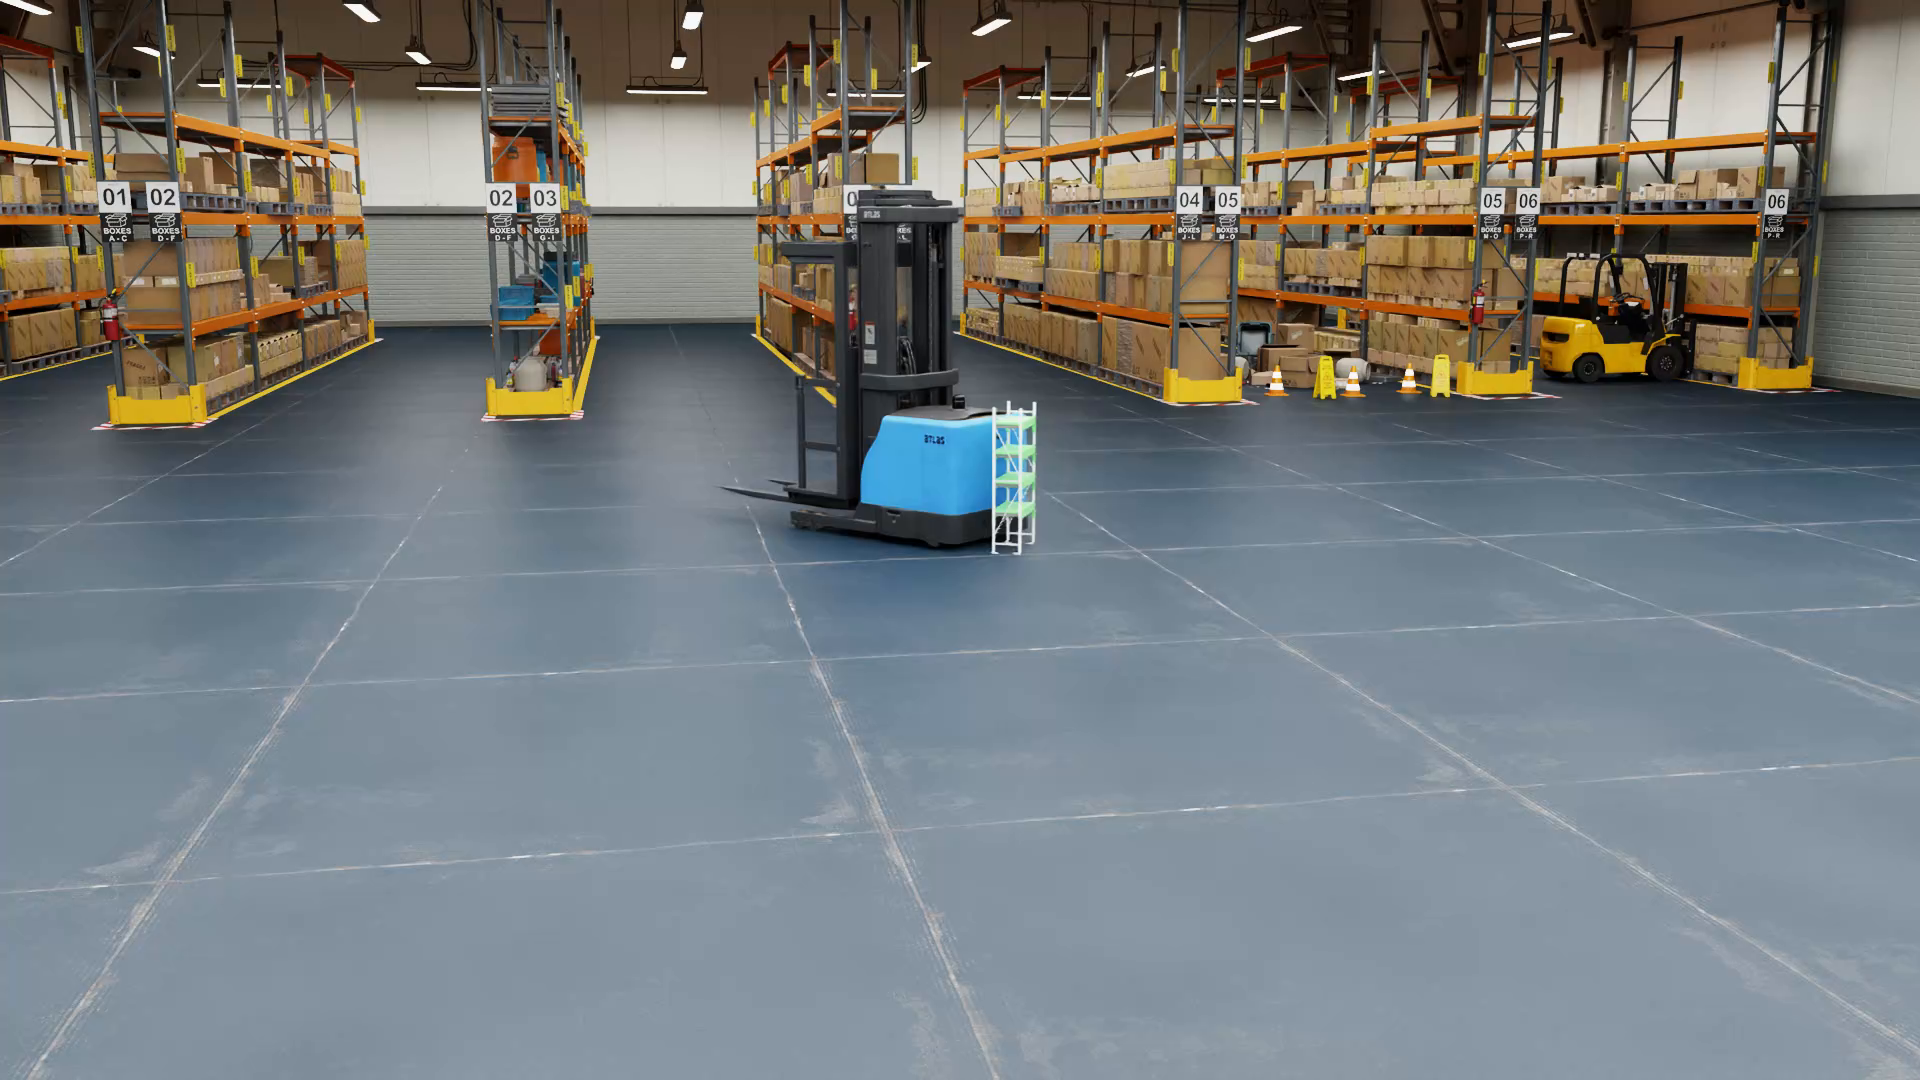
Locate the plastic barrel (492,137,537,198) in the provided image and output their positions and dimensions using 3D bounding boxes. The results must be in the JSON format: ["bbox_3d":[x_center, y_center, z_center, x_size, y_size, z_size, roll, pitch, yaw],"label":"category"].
[{"bbox_3d":[-6.267,-5.240,23.413,0.600,0.830,0.708,-2,11,-11],"label":"plastic barrel"}]

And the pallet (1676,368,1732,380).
[{"bbox_3d":[12.976,-2.979,29.283,1.003,0.211,1.213,-2,11,-11],"label":"pallet"}]

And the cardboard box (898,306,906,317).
[{"bbox_3d":[-1.011,-3.383,24.618,0.380,0.149,0.250,-2,11,-11],"label":"cardboard box"}]

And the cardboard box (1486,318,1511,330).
[{"bbox_3d":[11.551,-4.502,35.390,0.500,0.500,0.500,-2,11,-9],"label":"cardboard box"}]

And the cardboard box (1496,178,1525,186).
[{"bbox_3d":[8.663,-5.620,26.218,0.380,0.149,0.250,-2,11,-11],"label":"cardboard box"}]

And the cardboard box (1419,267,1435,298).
[{"bbox_3d":[7.969,-4.274,27.568,0.500,0.500,0.500,-2,11,-11],"label":"cardboard box"}]

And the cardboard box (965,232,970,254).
[{"bbox_3d":[0.411,-7.136,39.929,0.500,0.500,0.500,-2,11,-11],"label":"cardboard box"}]

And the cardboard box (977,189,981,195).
[{"bbox_3d":[0.595,-8.075,38.577,0.380,0.149,0.250,-2,11,-9],"label":"cardboard box"}]

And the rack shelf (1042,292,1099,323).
[{"bbox_3d":[2.529,-4.354,30.974,1.077,0.370,4.000,-2,11,-11],"label":"rack shelf"}]

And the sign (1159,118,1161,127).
[{"bbox_3d":[4.874,-10.205,40.823,0.100,0.325,0.005,-2,11,-11],"label":"sign"}]

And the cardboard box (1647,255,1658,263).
[{"bbox_3d":[12.540,-5.023,29.766,0.380,0.149,0.250,-2,11,-10],"label":"cardboard box"}]

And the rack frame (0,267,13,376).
[{"bbox_3d":[-17.321,-4.372,29.144,1.000,3.000,0.127,-2,11,-11],"label":"rack frame"}]

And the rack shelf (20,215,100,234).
[{"bbox_3d":[-18.488,-6.593,34.713,1.077,0.370,4.000,-2,11,-11],"label":"rack shelf"}]

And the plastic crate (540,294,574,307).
[{"bbox_3d":[-6.344,-3.733,26.182,0.499,0.251,0.616,-2,11,-11],"label":"plastic crate"}]

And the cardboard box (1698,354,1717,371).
[{"bbox_3d":[12.911,-3.009,28.211,0.500,0.250,0.500,-2,11,-11],"label":"cardboard box"}]

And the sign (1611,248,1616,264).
[{"bbox_3d":[12.091,-5.229,30.761,0.100,0.325,0.005,-2,11,-11],"label":"sign"}]

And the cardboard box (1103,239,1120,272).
[{"bbox_3d":[2.956,-4.876,28.502,0.875,0.550,0.550,-2,11,-11],"label":"cardboard box"}]

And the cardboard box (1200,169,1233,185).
[{"bbox_3d":[3.854,-5.506,25.296,0.500,0.250,0.500,-2,11,-11],"label":"cardboard box"}]

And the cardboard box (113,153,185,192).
[{"bbox_3d":[-11.015,-4.990,22.598,0.797,0.503,0.637,-1,11,-7],"label":"cardboard box"}]

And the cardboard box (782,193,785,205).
[{"bbox_3d":[-3.398,-7.078,34.452,0.500,0.311,0.500,-3,11,-13],"label":"cardboard box"}]

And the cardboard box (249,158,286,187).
[{"bbox_3d":[-12.542,-6.647,30.133,0.500,0.500,0.500,-2,11,-11],"label":"cardboard box"}]

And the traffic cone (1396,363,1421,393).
[{"bbox_3d":[7.183,-2.591,26.573,0.336,0.463,0.334,-2,11,-11],"label":"traffic cone"}]

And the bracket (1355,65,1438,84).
[{"bbox_3d":[10.885,-11.599,41.444,0.076,0.066,4.783,-2,11,-11],"label":"bracket"}]

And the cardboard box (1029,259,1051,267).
[{"bbox_3d":[1.595,-5.523,33.147,0.380,0.149,0.250,-3,11,-13],"label":"cardboard box"}]

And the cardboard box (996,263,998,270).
[{"bbox_3d":[0.987,-5.948,36.177,0.380,0.149,0.250,-2,11,-10],"label":"cardboard box"}]

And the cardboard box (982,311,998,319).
[{"bbox_3d":[0.712,-5.198,38.396,0.380,0.149,0.250,-3,11,-13],"label":"cardboard box"}]

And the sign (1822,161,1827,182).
[{"bbox_3d":[13.945,-5.948,26.851,0.100,0.325,0.005,-2,11,-11],"label":"sign"}]

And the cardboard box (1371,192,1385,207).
[{"bbox_3d":[7.571,-5.995,29.252,0.500,0.250,0.500,-2,11,-12],"label":"cardboard box"}]

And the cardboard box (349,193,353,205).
[{"bbox_3d":[-13.478,-7.397,36.080,0.500,0.250,0.500,-2,11,-11],"label":"cardboard box"}]

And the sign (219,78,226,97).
[{"bbox_3d":[-12.993,-7.976,29.326,0.100,0.325,0.005,-2,11,-11],"label":"sign"}]

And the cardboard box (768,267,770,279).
[{"bbox_3d":[-3.969,-5.885,36.698,0.500,0.250,0.500,-2,11,-9],"label":"cardboard box"}]

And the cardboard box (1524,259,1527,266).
[{"bbox_3d":[11.745,-5.657,33.896,0.380,0.149,0.250,-2,11,-9],"label":"cardboard box"}]

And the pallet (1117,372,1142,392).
[{"bbox_3d":[3.230,-2.604,27.314,1.003,0.211,1.213,-2,11,-11],"label":"pallet"}]

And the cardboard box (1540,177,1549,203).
[{"bbox_3d":[11.942,-7.001,33.279,0.700,0.500,0.500,-2,11,-12],"label":"cardboard box"}]

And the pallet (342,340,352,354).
[{"bbox_3d":[-13.374,-4.043,34.872,1.003,0.211,1.213,-2,11,-11],"label":"pallet"}]

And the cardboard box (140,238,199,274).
[{"bbox_3d":[-11.103,-3.964,23.264,0.700,0.500,0.500,-2,11,-12],"label":"cardboard box"}]

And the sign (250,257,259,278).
[{"bbox_3d":[-11.141,-4.304,26.259,0.100,0.325,0.005,-2,11,-11],"label":"sign"}]

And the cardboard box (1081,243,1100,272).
[{"bbox_3d":[2.616,-5.159,30.336,0.700,0.500,0.500,-2,11,-11],"label":"cardboard box"}]

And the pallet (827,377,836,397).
[{"bbox_3d":[-1.561,-2.463,26.571,1.003,0.211,1.213,-2,11,-11],"label":"pallet"}]

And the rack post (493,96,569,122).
[{"bbox_3d":[-6.070,-6.110,23.567,0.937,0.300,0.954,-1,11,-5],"label":"rack post"}]

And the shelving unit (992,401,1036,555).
[{"bbox_3d":[0.446,-0.516,13.696,0.258,1.200,0.503,3,11,15],"label":"shelving unit"}]

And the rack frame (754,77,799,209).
[{"bbox_3d":[-4.301,-9.327,39.132,1.000,3.000,0.127,-2,11,-11],"label":"rack frame"}]

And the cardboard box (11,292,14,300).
[{"bbox_3d":[-17.199,-4.374,29.772,0.380,0.149,0.250,-2,11,-10],"label":"cardboard box"}]

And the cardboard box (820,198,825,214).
[{"bbox_3d":[-1.937,-5.298,26.391,0.500,0.250,0.500,-3,11,-13],"label":"cardboard box"}]

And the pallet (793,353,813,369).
[{"bbox_3d":[-2.595,-3.399,31.491,1.003,0.211,1.213,-2,11,-11],"label":"pallet"}]

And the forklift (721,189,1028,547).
[{"bbox_3d":[-0.870,-1.582,14.670,3.031,2.935,1.130,9,14,39],"label":"forklift"}]

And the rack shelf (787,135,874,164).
[{"bbox_3d":[-2.356,-6.943,29.600,1.077,0.370,4.000,-2,11,-11],"label":"rack shelf"}]

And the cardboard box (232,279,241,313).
[{"bbox_3d":[-11.592,-3.787,25.804,0.700,0.500,0.500,-2,11,-12],"label":"cardboard box"}]

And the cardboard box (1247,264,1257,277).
[{"bbox_3d":[6.409,-5.711,35.245,0.500,0.250,0.500,-2,11,-12],"label":"cardboard box"}]

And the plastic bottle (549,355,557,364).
[{"bbox_3d":[-6.559,-2.801,26.796,0.144,0.351,0.185,-2,11,-11],"label":"plastic bottle"}]

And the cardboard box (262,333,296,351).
[{"bbox_3d":[-12.012,-3.502,29.303,0.500,0.311,0.500,-2,11,-12],"label":"cardboard box"}]

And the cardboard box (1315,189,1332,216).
[{"bbox_3d":[7.300,-6.518,32.123,0.797,0.503,0.637,-2,11,-11],"label":"cardboard box"}]

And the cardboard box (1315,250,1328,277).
[{"bbox_3d":[7.144,-5.299,31.828,0.500,0.500,0.500,-3,11,-13],"label":"cardboard box"}]
